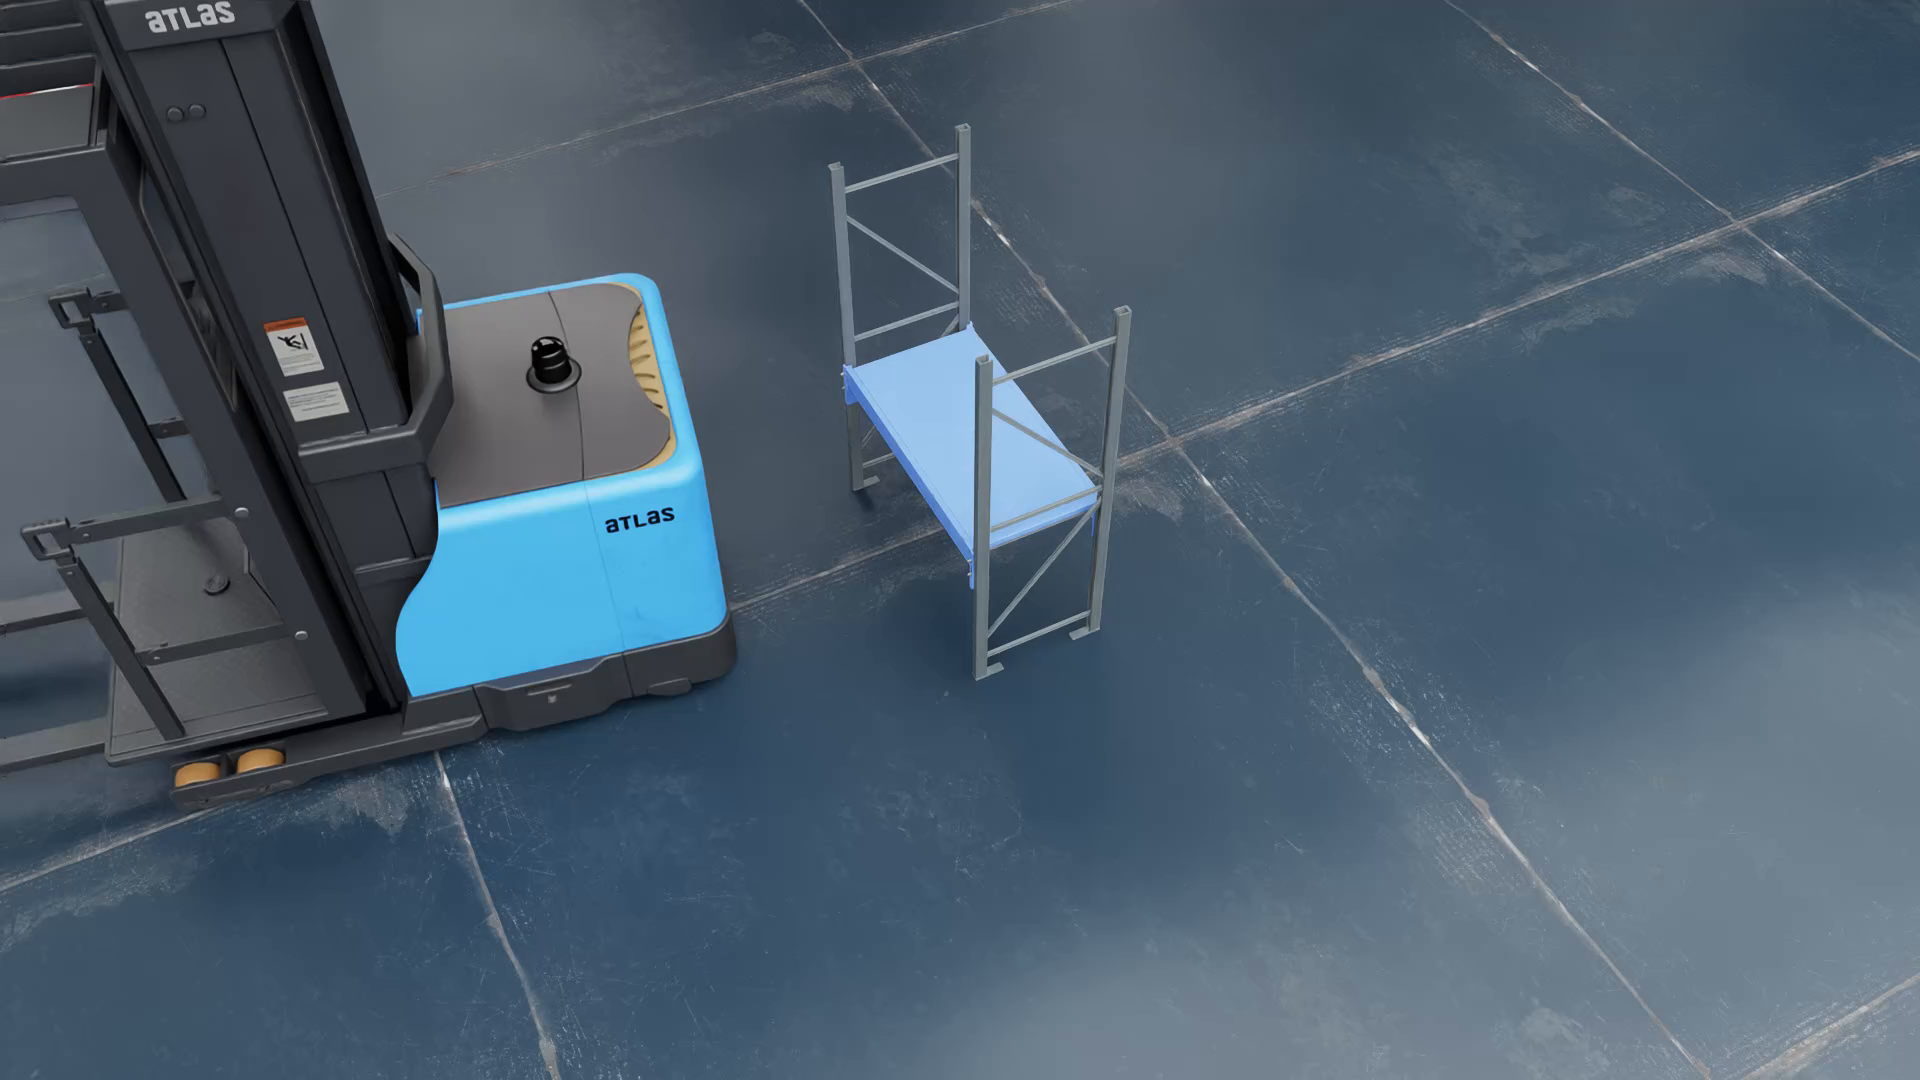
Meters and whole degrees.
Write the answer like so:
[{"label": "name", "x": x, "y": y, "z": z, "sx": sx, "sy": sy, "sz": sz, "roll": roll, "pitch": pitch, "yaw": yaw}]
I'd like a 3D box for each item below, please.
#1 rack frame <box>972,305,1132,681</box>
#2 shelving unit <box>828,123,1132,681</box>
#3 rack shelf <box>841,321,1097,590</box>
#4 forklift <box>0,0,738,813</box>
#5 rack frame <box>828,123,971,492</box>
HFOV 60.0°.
[{"label": "rack frame", "x": 0.272, "y": -0.096, "z": 5.338, "sx": 0.500, "sy": 1.500, "sz": 0.032, "roll": -21, "pitch": 52, "yaw": -18}, {"label": "shelving unit", "x": 0.039, "y": -0.437, "z": 5.636, "sx": 0.538, "sy": 1.500, "sz": 1.048, "roll": -21, "pitch": 52, "yaw": -18}, {"label": "rack shelf", "x": 0.039, "y": -0.318, "z": 5.771, "sx": 0.538, "sy": 0.185, "sz": 1.000, "roll": -21, "pitch": 52, "yaw": -18}, {"label": "forklift", "x": -2.351, "y": -0.527, "z": 4.763, "sx": 3.031, "sy": 2.935, "sz": 1.130, "roll": -12, "pitch": 50, "yaw": -10}, {"label": "rack frame", "x": -0.194, "y": -0.777, "z": 5.933, "sx": 0.500, "sy": 1.500, "sz": 0.032, "roll": -21, "pitch": 52, "yaw": -18}]
